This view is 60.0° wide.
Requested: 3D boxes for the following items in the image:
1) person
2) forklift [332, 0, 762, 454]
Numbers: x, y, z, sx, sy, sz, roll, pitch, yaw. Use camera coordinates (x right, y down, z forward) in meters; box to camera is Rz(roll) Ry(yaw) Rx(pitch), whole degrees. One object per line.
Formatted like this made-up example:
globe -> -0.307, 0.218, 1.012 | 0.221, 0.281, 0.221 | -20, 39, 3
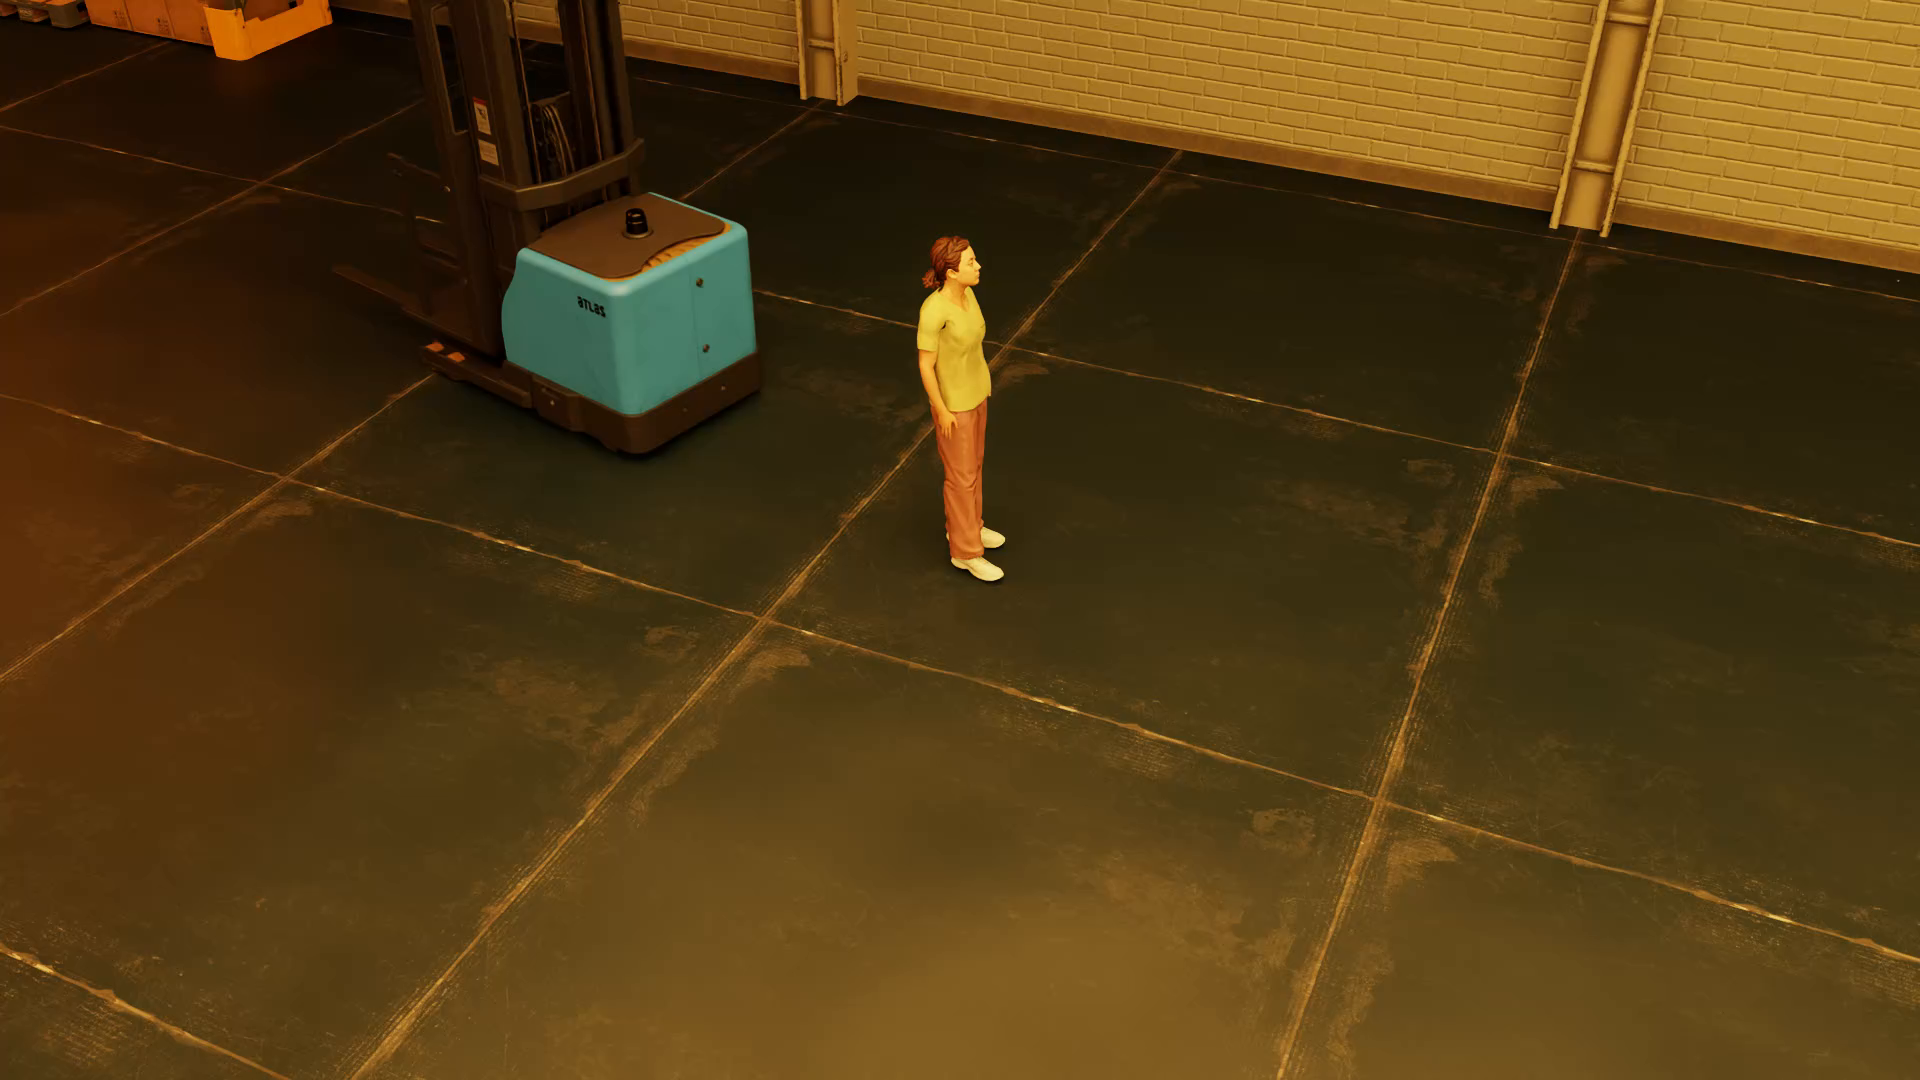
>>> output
person -> 0.062, -0.664, 8.087 | 0.549, 1.675, 0.555 | 15, 38, 20
forklift -> -2.635, -2.364, 9.402 | 3.031, 2.935, 1.130 | 24, 42, 30
